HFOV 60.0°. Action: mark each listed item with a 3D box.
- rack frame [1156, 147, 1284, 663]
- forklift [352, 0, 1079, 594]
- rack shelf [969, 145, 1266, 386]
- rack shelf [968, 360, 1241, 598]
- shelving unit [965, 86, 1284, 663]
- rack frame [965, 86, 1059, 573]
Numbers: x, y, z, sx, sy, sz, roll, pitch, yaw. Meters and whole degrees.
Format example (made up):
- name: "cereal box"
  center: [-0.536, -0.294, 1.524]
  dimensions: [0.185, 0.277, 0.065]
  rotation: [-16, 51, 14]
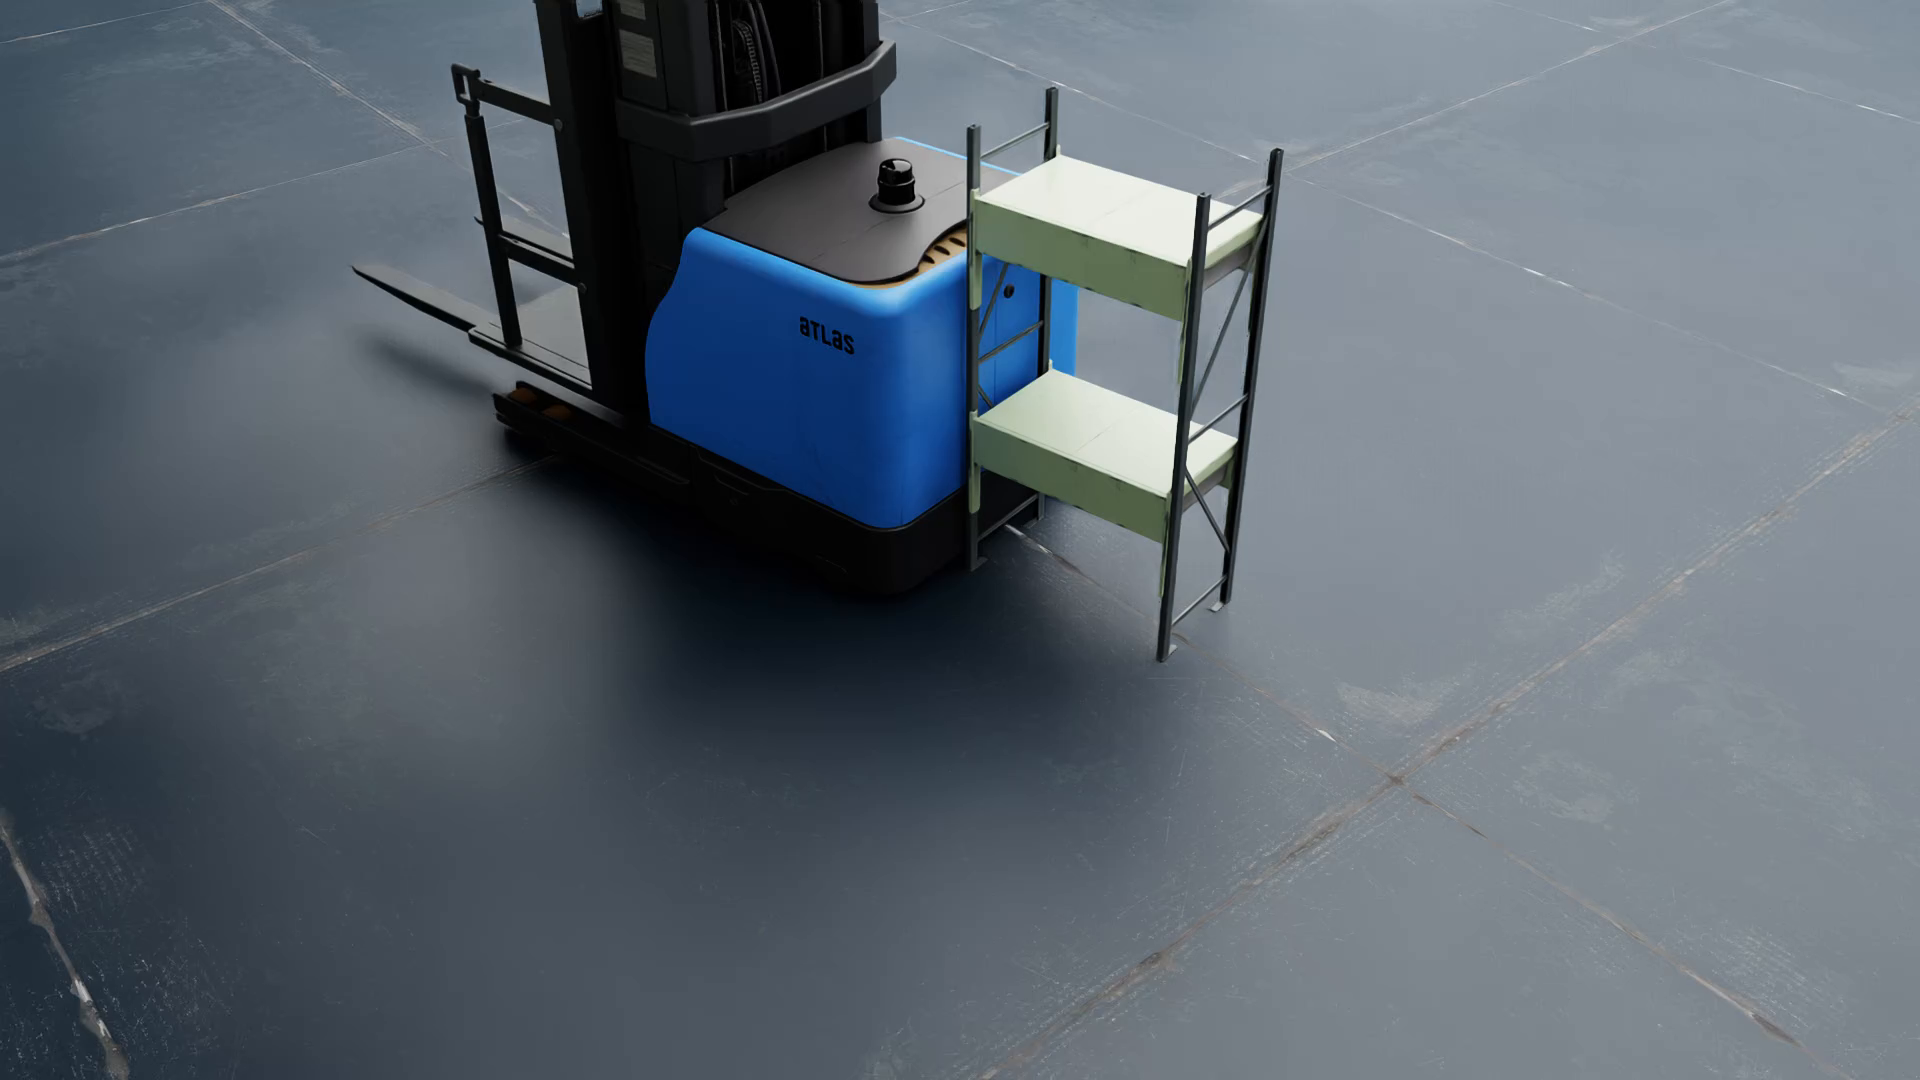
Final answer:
- name: "rack frame"
  center: [0.724, -0.336, 4.707]
  dimensions: [0.023, 1.500, 0.400]
  rotation: [25, 42, 31]
- name: "forklift"
  center: [-1.065, -1.726, 5.432]
  dimensions: [3.031, 2.935, 1.130]
  rotation: [25, 42, 31]
- name: "rack shelf"
  center: [0.438, -0.786, 4.667]
  dimensions: [0.720, 0.370, 0.431]
  rotation: [25, 42, 31]
- name: "rack shelf"
  center: [0.438, -0.201, 5.081]
  dimensions: [0.720, 0.370, 0.431]
  rotation: [25, 42, 31]
- name: "shelving unit"
  center: [0.438, -0.467, 4.892]
  dimensions: [0.755, 1.500, 0.431]
  rotation: [25, 42, 31]
- name: "rack frame"
  center: [0.151, -0.599, 5.078]
  dimensions: [0.023, 1.500, 0.400]
  rotation: [25, 42, 31]
